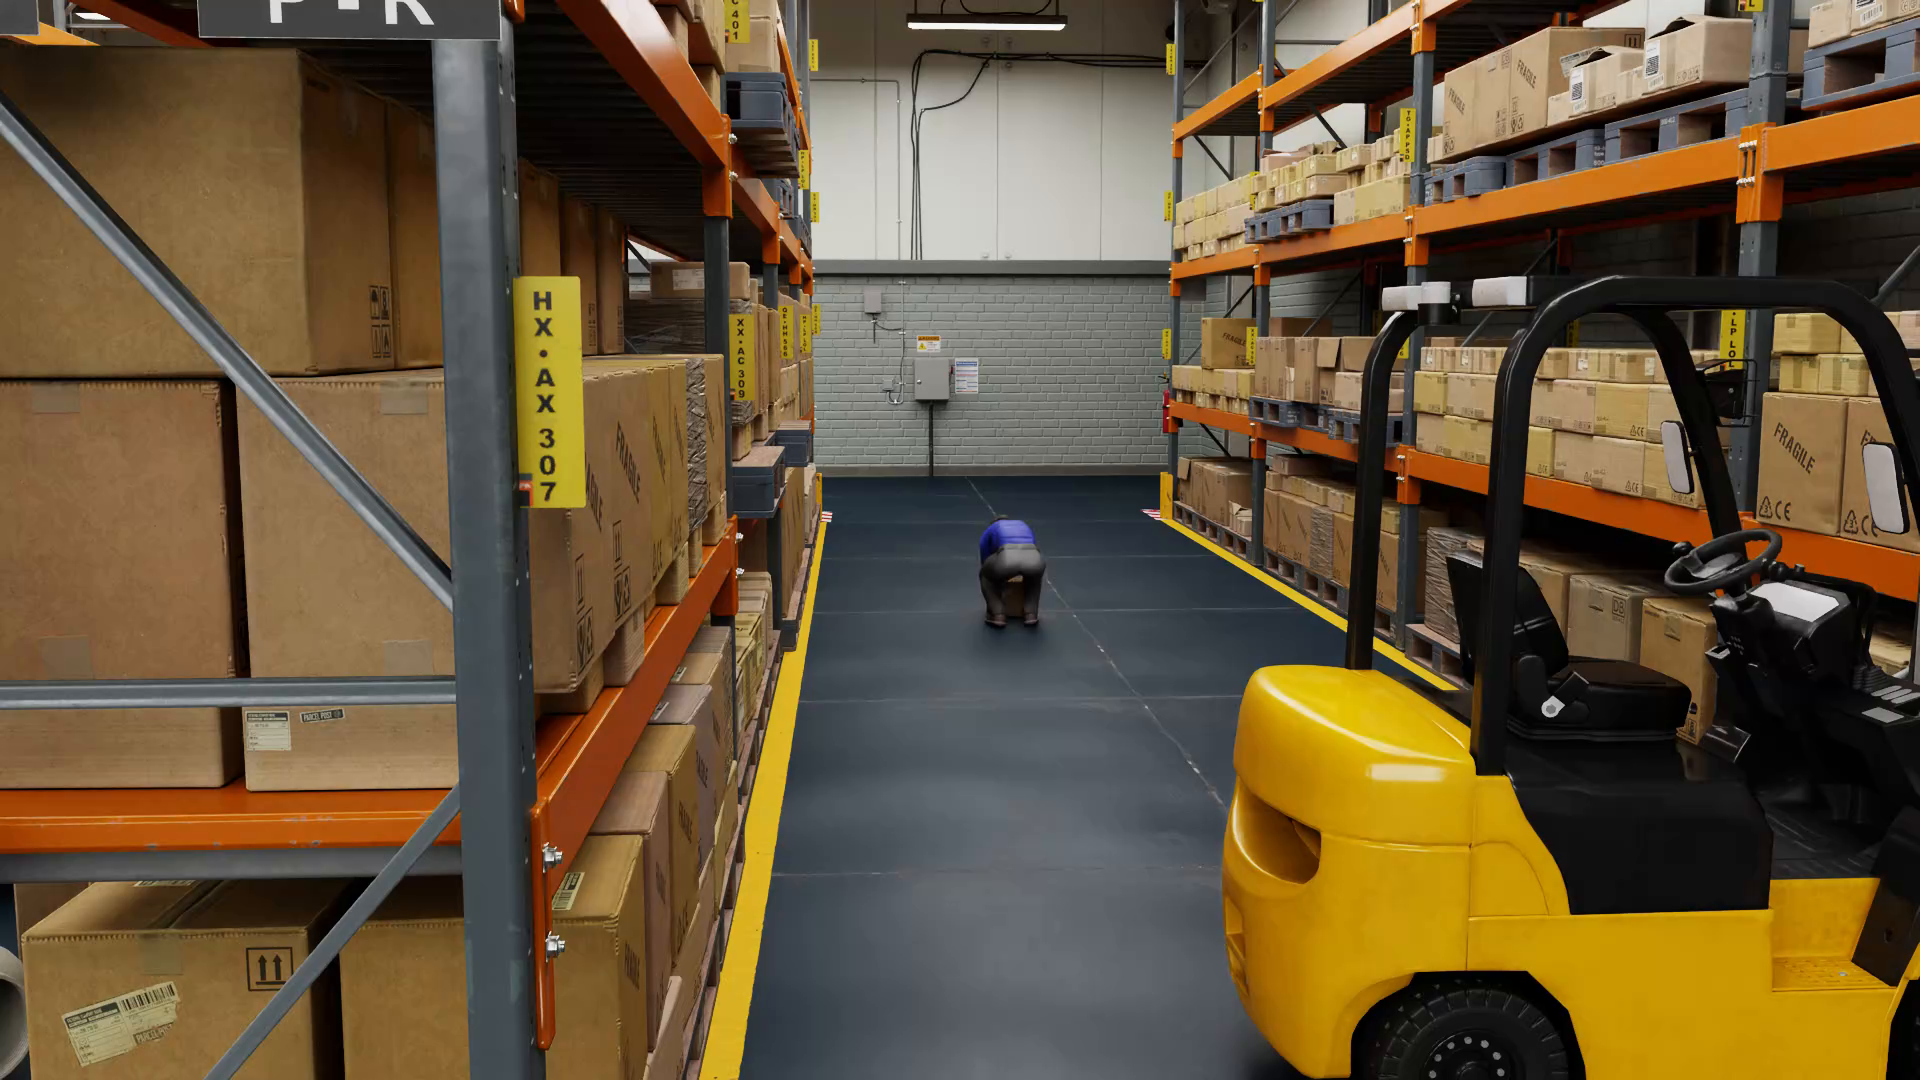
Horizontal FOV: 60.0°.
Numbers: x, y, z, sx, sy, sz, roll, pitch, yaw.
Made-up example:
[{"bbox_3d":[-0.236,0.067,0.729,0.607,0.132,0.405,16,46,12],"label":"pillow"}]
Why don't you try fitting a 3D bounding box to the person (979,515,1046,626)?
[{"bbox_3d":[0.366,0.221,11.831,0.449,0.751,0.851,-1,7,-5],"label":"person"}]
